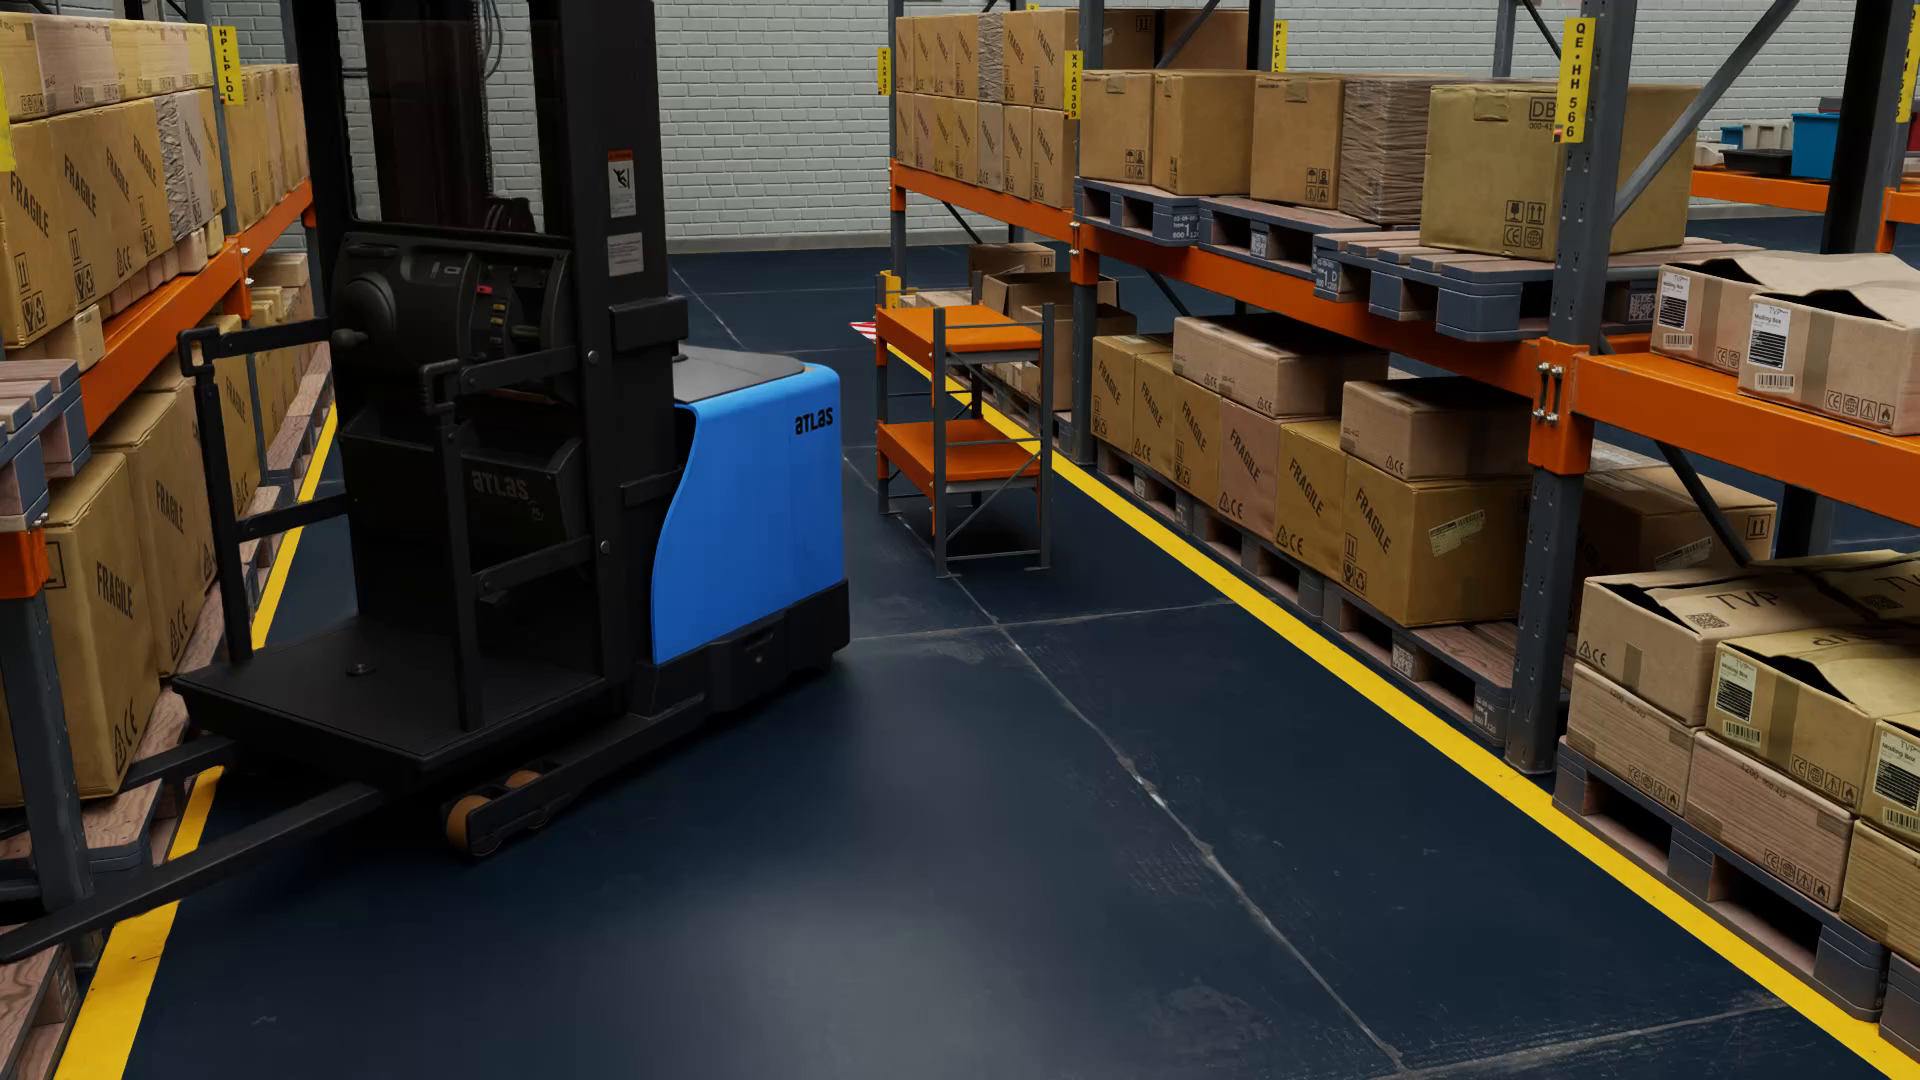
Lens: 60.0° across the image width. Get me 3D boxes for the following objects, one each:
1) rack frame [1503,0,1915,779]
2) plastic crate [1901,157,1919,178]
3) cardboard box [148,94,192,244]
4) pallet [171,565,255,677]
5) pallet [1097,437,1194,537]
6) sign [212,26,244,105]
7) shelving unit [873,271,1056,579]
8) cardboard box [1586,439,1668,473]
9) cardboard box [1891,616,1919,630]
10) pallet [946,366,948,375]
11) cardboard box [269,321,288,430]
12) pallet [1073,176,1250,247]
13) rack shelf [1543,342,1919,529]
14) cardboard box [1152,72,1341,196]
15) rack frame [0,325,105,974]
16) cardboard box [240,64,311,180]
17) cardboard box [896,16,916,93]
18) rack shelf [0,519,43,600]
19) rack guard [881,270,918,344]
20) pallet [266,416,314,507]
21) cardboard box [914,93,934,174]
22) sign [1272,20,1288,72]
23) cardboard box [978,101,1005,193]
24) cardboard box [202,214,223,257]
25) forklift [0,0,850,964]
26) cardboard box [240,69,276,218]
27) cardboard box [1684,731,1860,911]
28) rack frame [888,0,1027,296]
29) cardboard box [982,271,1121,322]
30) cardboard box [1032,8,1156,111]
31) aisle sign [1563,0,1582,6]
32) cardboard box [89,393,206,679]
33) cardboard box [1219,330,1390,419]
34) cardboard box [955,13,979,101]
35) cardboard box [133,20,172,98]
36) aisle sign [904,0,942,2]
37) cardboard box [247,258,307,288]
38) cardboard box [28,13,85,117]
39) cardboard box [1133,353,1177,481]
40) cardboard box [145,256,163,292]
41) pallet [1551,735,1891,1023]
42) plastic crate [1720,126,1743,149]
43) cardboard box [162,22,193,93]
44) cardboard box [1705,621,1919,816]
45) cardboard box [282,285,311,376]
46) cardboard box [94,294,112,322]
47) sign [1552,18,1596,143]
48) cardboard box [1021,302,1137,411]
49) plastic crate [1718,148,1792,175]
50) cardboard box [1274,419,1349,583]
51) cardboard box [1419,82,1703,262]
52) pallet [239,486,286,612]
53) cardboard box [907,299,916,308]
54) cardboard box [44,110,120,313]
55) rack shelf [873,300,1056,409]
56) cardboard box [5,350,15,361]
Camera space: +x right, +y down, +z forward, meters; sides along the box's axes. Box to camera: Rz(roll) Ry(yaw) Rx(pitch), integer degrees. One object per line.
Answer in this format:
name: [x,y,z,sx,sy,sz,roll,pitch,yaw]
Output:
rack frame: [2.182,-0.770,4.801,1.000,3.000,0.127,-5,17,-15]
plastic crate: [5.856,-2.309,10.280,0.396,0.136,0.243,-5,17,-15]
cardboard box: [-3.031,-1.296,5.826,0.500,0.500,0.500,-5,17,-15]
pallet: [-3.056,0.397,5.762,1.003,0.211,1.213,-5,17,-15]
pallet: [1.342,-0.319,8.146,1.003,0.211,1.213,-5,17,-15]
sign: [-3.160,-2.046,7.174,0.100,0.325,0.005,-5,17,-15]
shelving unit: [-0.002,-0.541,7.296,0.538,1.125,1.048,-5,17,-15]
cardboard box: [2.182,-0.076,6.072,0.500,0.500,0.500,-5,18,-17]
cardboard box: [2.711,0.346,4.161,0.500,0.311,0.500,-5,17,-16]
pallet: [0.224,-1.406,11.765,1.003,0.211,1.213,-5,17,-15]
cardboard box: [-3.921,-0.842,8.655,0.700,0.500,0.500,-5,17,-16]
pallet: [1.197,-1.555,7.747,1.003,0.211,1.213,-5,17,-15]
rack shelf: [2.731,0.128,3.063,1.077,0.370,4.000,-5,17,-15]
cardboard box: [1.247,-1.791,7.298,0.700,0.500,0.500,-2,17,-6]
rack frame: [-2.580,-0.377,3.494,1.000,3.000,0.127,-5,17,-15]
cardboard box: [-4.629,-2.593,10.350,0.980,0.700,0.700,-4,17,-13]
cardboard box: [-0.148,-3.366,11.531,0.500,0.500,0.500,-4,17,-14]
rack shelf: [-2.031,0.521,1.755,1.077,0.370,4.000,-5,17,-15]
rack guard: [0.004,-1.765,12.457,1.175,0.500,0.348,-5,17,-15]
pallet: [-3.813,-0.365,8.299,1.003,0.211,1.213,-5,17,-15]
cardboard box: [-0.002,-2.745,11.202,0.500,0.500,0.500,-5,17,-16]
sign: [1.615,-2.476,8.467,0.100,0.325,0.005,-5,17,-15]
cardboard box: [0.412,-2.327,9.810,0.500,0.500,0.500,-4,17,-14]
cardboard box: [-3.222,-1.234,6.747,0.380,0.149,0.250,-4,17,-14]
forklift: [-1.600,-0.688,4.647,1.130,2.935,3.031,10,19,30]
cardboard box: [-4.008,-1.981,8.311,0.980,0.700,0.700,-5,17,-17]
cardboard box: [2.182,0.653,4.114,0.500,0.250,0.500,-5,17,-17]
rack frame: [-0.017,-2.983,12.168,1.000,3.000,0.127,-5,17,-15]
cardboard box: [0.561,-1.411,10.509,0.797,0.503,0.637,-5,17,-15]
cardboard box: [0.695,-2.522,8.724,0.500,0.500,0.500,-5,17,-15]
aisle sign: [5.009,-4.661,13.237,0.394,0.787,0.004,-5,17,-15]
cardboard box: [-2.891,-0.005,5.263,0.750,0.750,0.750,-5,17,-16]
cardboard box: [1.394,-0.681,6.781,0.500,0.250,0.500,-5,17,-16]
cardboard box: [0.276,-2.943,10.123,0.500,0.500,0.500,-5,17,-16]
cardboard box: [-3.034,-1.650,5.703,0.500,0.250,0.500,-4,17,-14]
aisle sign: [-0.318,-4.223,11.779,0.394,0.787,0.004,-5,17,-15]
cardboard box: [-4.209,-1.627,10.143,0.380,0.149,0.250,-4,17,-14]
cardboard box: [-2.606,-1.231,4.306,0.500,0.250,0.500,-5,17,-16]
cardboard box: [1.138,-0.590,7.783,0.500,0.500,0.500,-4,17,-14]
cardboard box: [-3.007,-0.947,5.792,0.380,0.149,0.250,-5,17,-17]
pallet: [2.370,0.796,4.434,1.003,0.211,1.213,-5,17,-15]
plastic crate: [5.558,-2.774,11.660,0.416,0.233,0.300,-5,17,-15]
cardboard box: [-3.174,-1.792,6.173,0.500,0.250,0.500,-4,17,-14]
cardboard box: [2.196,0.390,4.014,0.500,0.311,0.500,-5,17,-17]
cardboard box: [-4.353,-1.270,10.081,0.700,0.500,0.500,-5,17,-15]
cardboard box: [-2.828,-0.730,5.069,0.380,0.149,0.250,-4,17,-14]
sign: [1.663,-1.241,4.494,0.100,0.325,0.005,-5,17,-15]
cardboard box: [0.653,-1.025,9.231,0.500,0.500,0.500,-5,17,-15]
plastic crate: [5.280,-2.452,10.776,0.437,0.125,0.590,-5,17,-15]
cardboard box: [1.557,-0.167,6.373,0.500,0.500,0.500,-5,18,-17]
cardboard box: [1.900,-1.184,5.276,0.700,0.500,0.500,-12,20,-34]
pallet: [-3.395,0.059,6.888,1.003,0.211,1.213,-5,17,-15]
cardboard box: [-0.164,-1.624,11.806,0.380,0.166,0.250,-5,17,-15]
cardboard box: [-2.603,-0.877,4.433,0.500,0.500,0.500,-4,17,-13]
rack shelf: [-0.002,-0.821,7.212,0.538,0.278,1.000,-5,17,-15]
cardboard box: [-2.448,-0.376,3.891,0.380,0.149,0.250,-5,17,-16]
